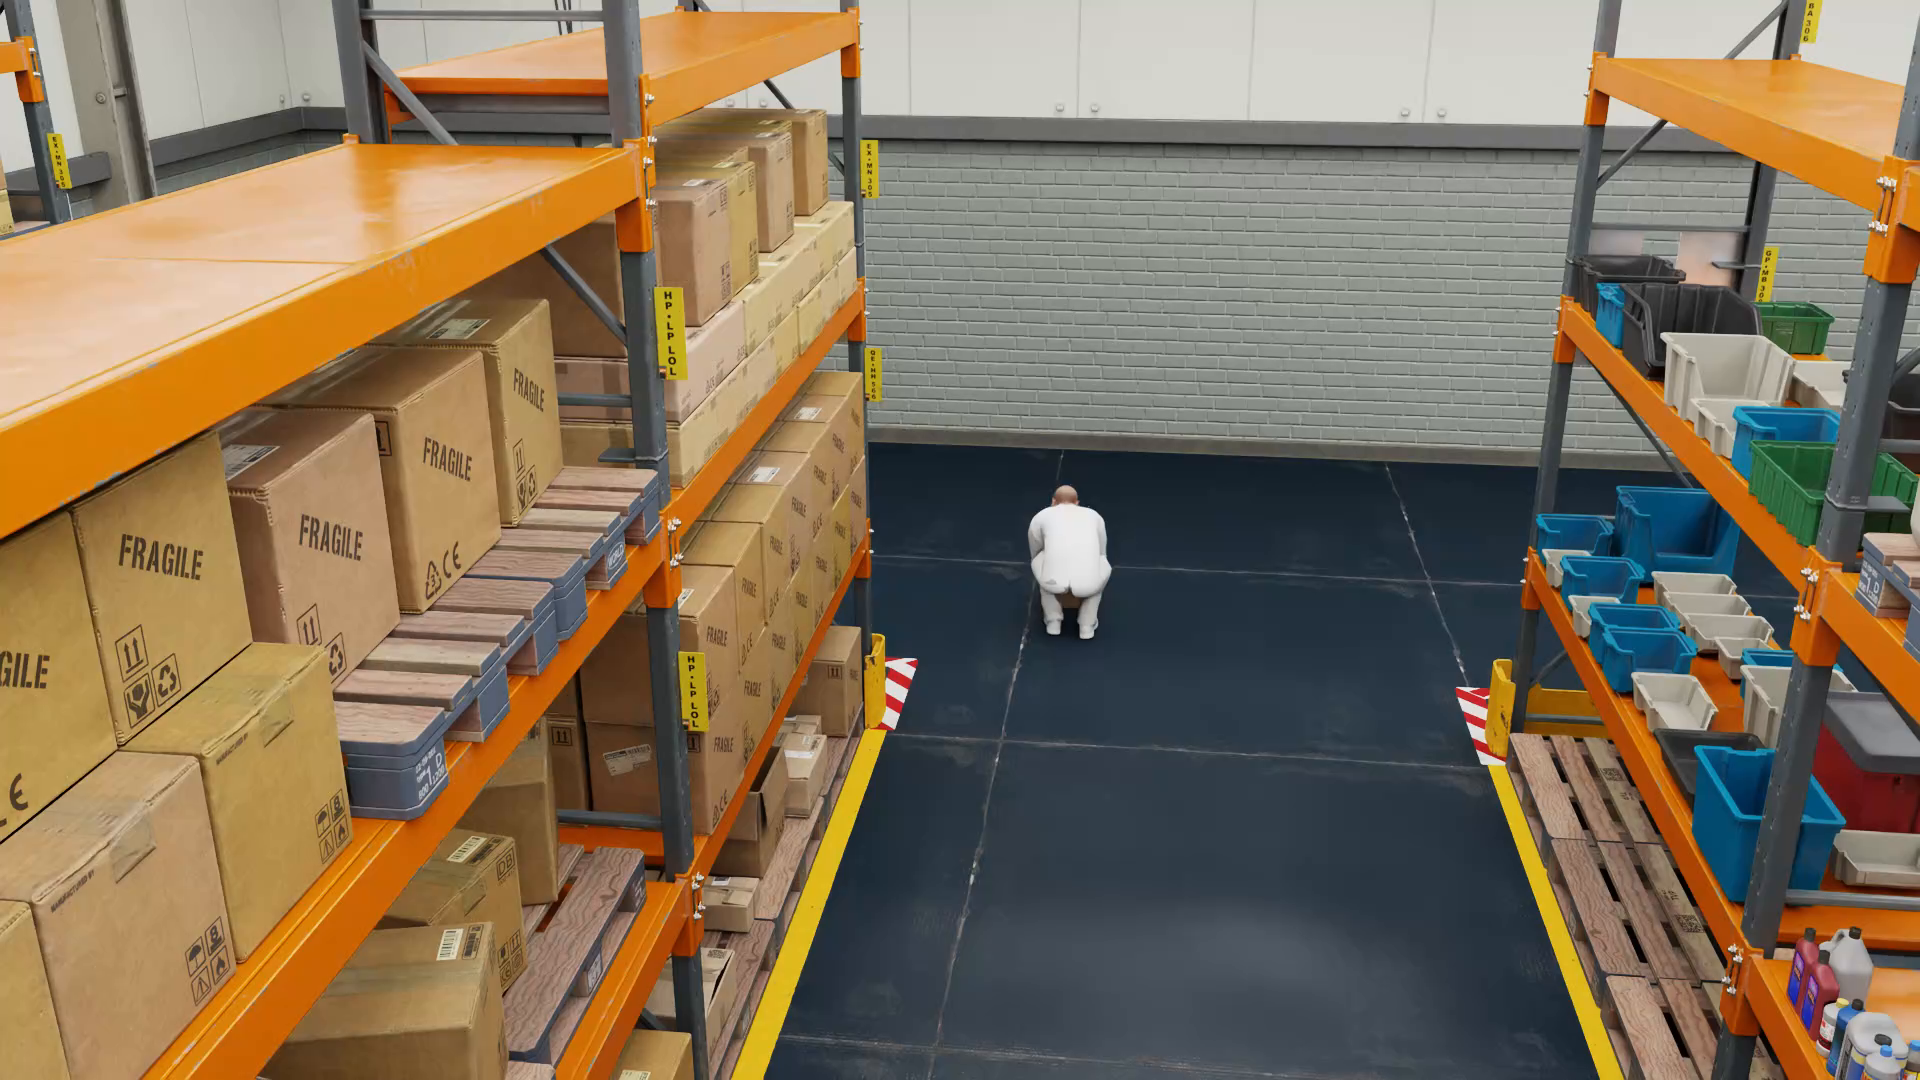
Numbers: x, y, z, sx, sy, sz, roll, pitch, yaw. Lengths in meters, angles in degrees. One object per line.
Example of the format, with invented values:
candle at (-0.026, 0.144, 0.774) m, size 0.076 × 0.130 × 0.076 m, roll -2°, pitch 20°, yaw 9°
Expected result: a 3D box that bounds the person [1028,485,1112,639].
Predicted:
person at (0.780, 0.159, 11.877) m, size 0.610 × 0.931 × 0.906 m, roll 2°, pitch 21°, yaw 6°
